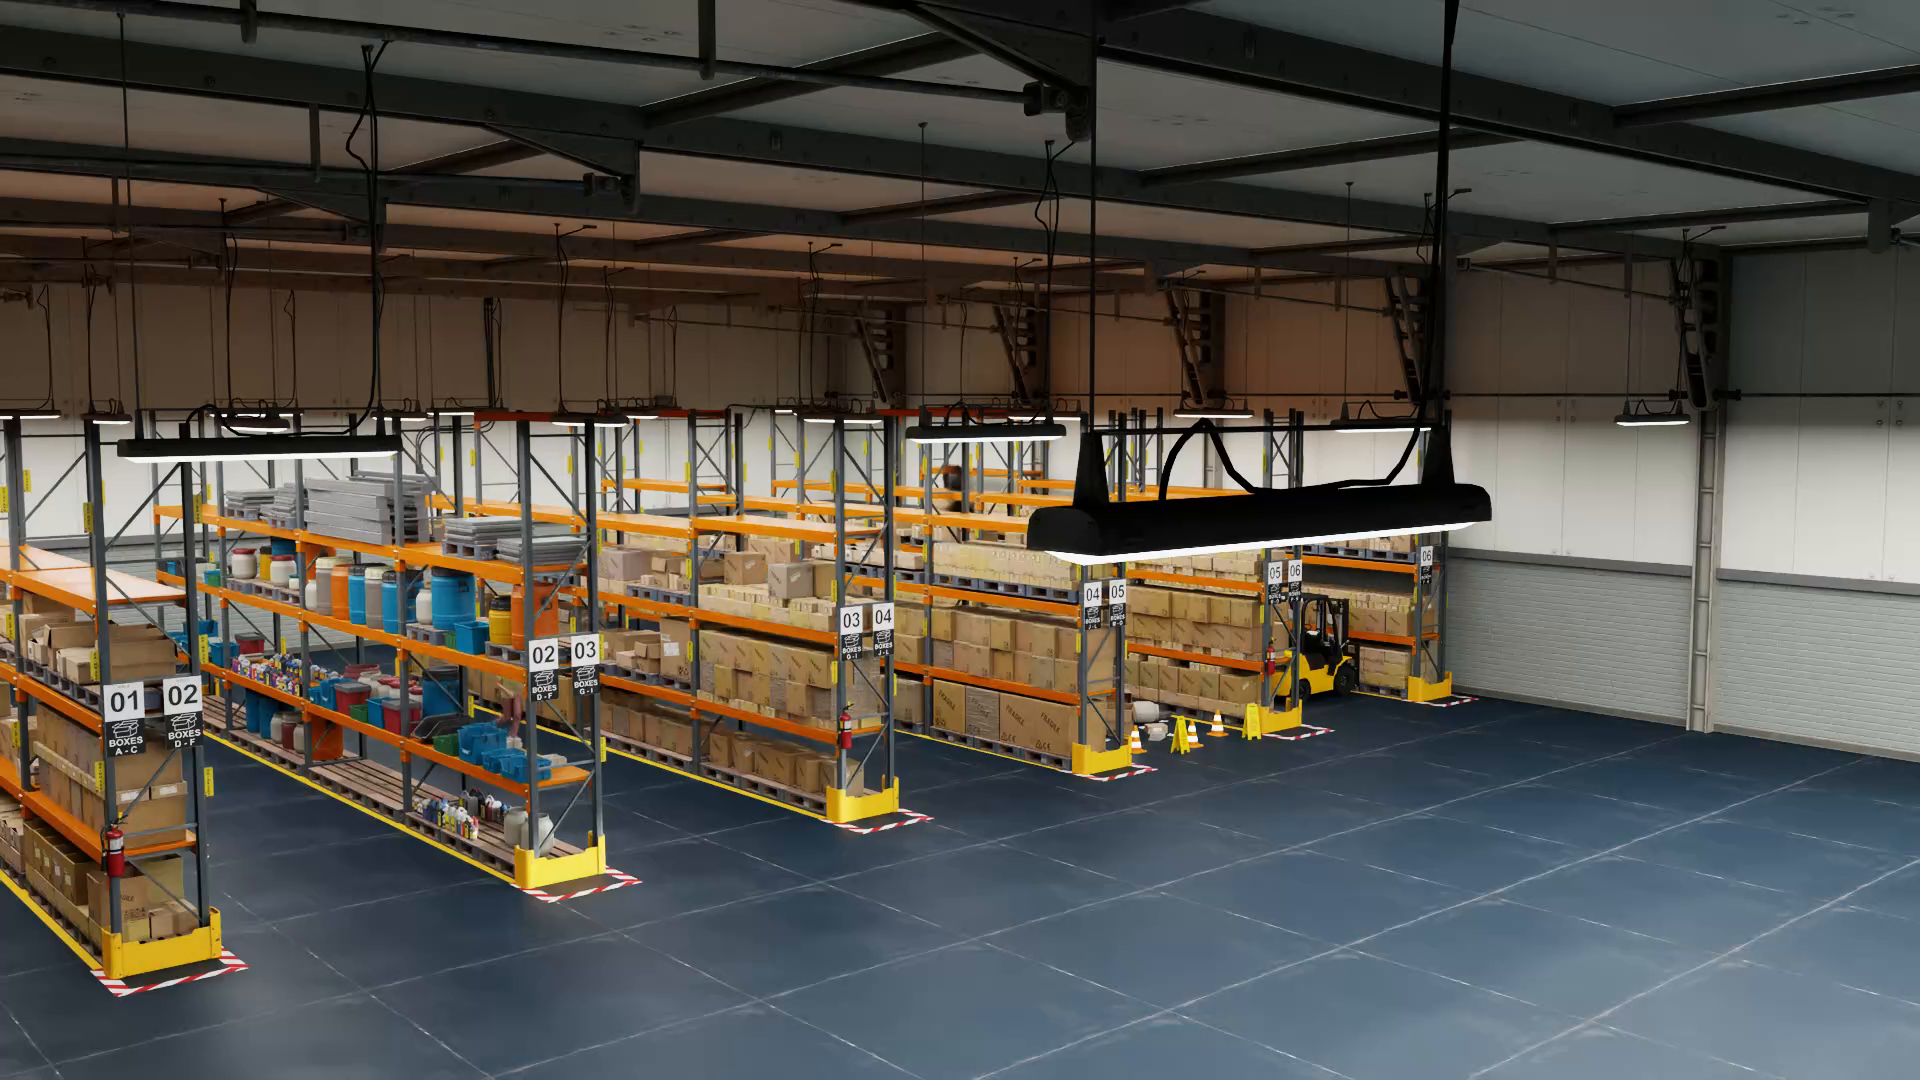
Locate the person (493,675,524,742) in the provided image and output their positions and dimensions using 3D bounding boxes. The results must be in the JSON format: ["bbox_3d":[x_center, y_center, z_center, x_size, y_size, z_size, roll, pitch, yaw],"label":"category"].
[{"bbox_3d":[-8.293,2.859,30.431,0.764,1.620,0.579,4,7,40],"label":"person"}]
